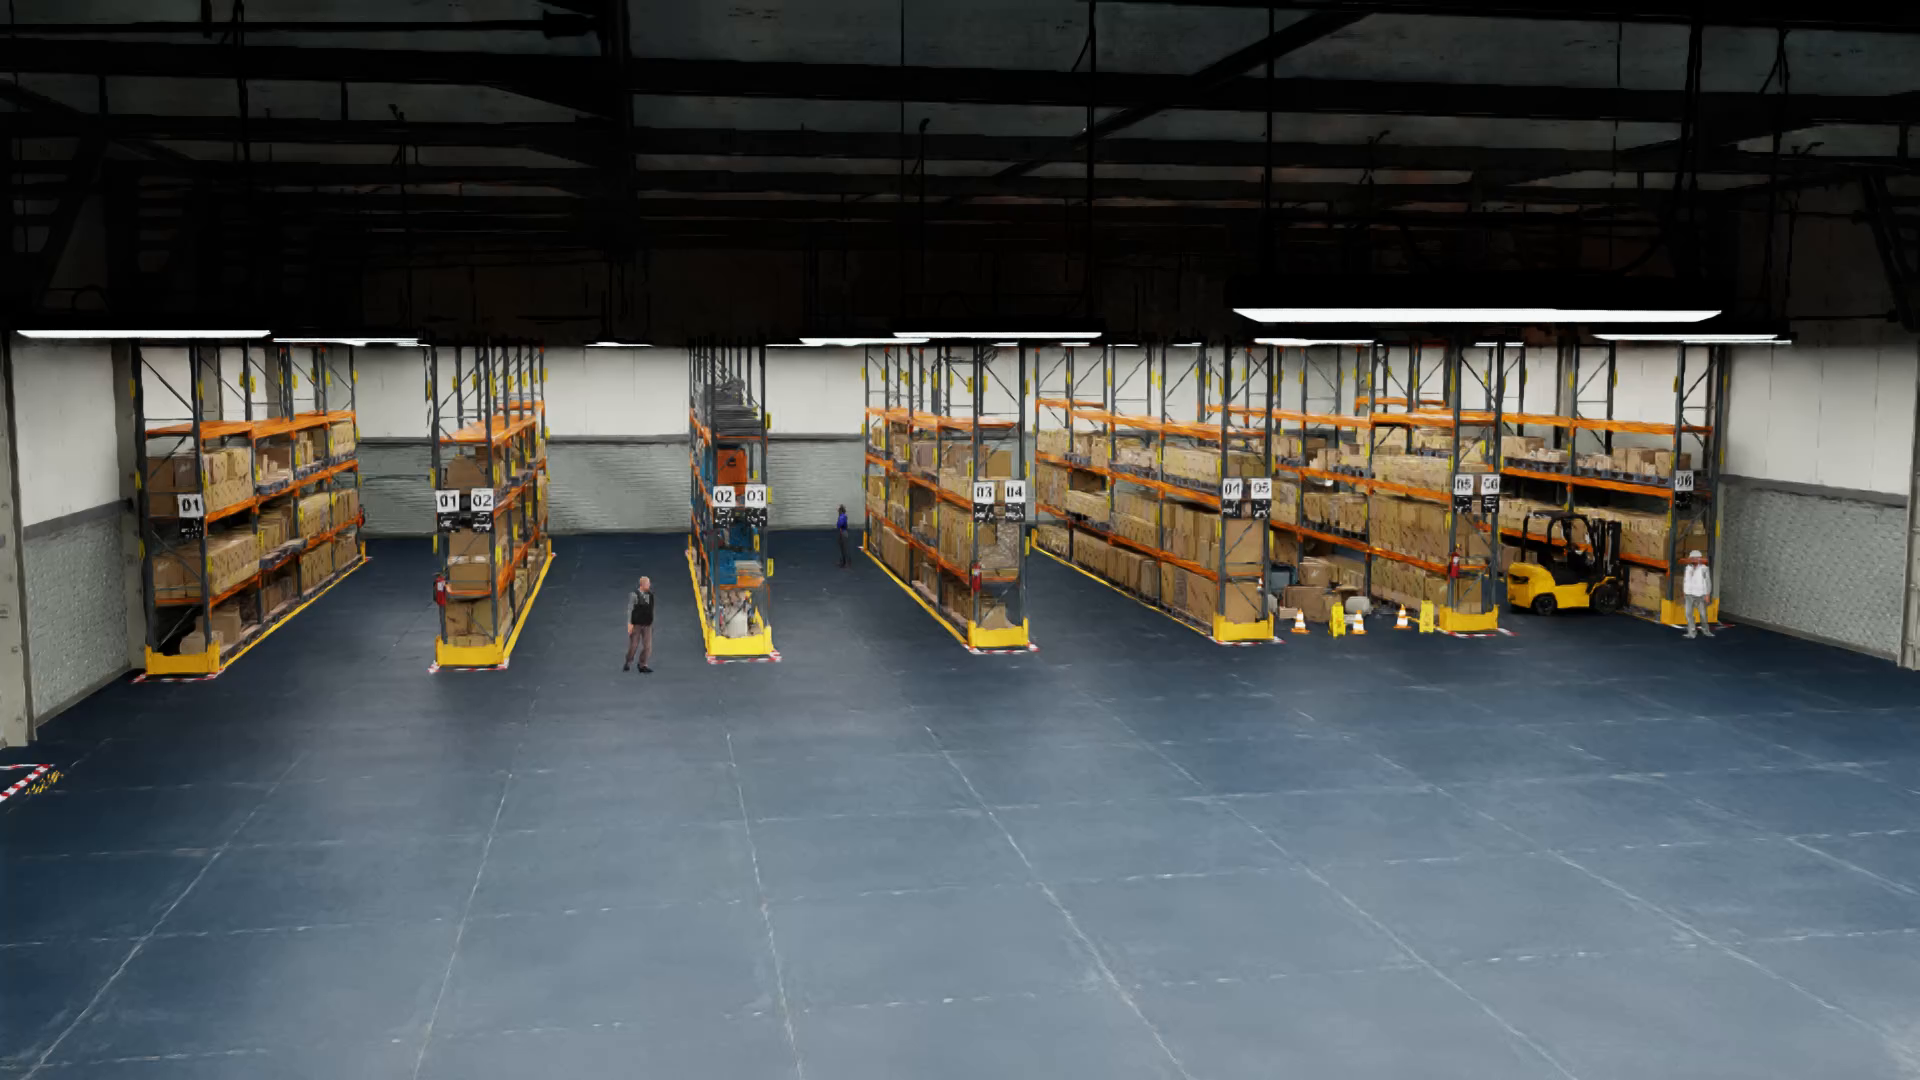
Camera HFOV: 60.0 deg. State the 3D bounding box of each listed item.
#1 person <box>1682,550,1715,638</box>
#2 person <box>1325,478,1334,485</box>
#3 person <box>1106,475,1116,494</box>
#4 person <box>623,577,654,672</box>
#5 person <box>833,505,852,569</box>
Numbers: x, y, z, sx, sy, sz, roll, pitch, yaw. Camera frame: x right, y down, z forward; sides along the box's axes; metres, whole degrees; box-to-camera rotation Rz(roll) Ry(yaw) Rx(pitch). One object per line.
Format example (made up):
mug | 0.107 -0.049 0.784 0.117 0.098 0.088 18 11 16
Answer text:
person | 14.708 1.064 33.131 0.544 1.766 0.631 -5 8 -39
person | 12.231 -1.396 54.481 0.500 1.746 0.662 -6 9 -41
person | 4.764 -1.242 53.306 0.591 1.739 0.938 -5 8 -37
person | -5.720 1.493 29.604 0.549 1.708 0.571 6 9 43
person | -3.080 -0.098 43.550 0.535 1.655 0.522 1 7 7
